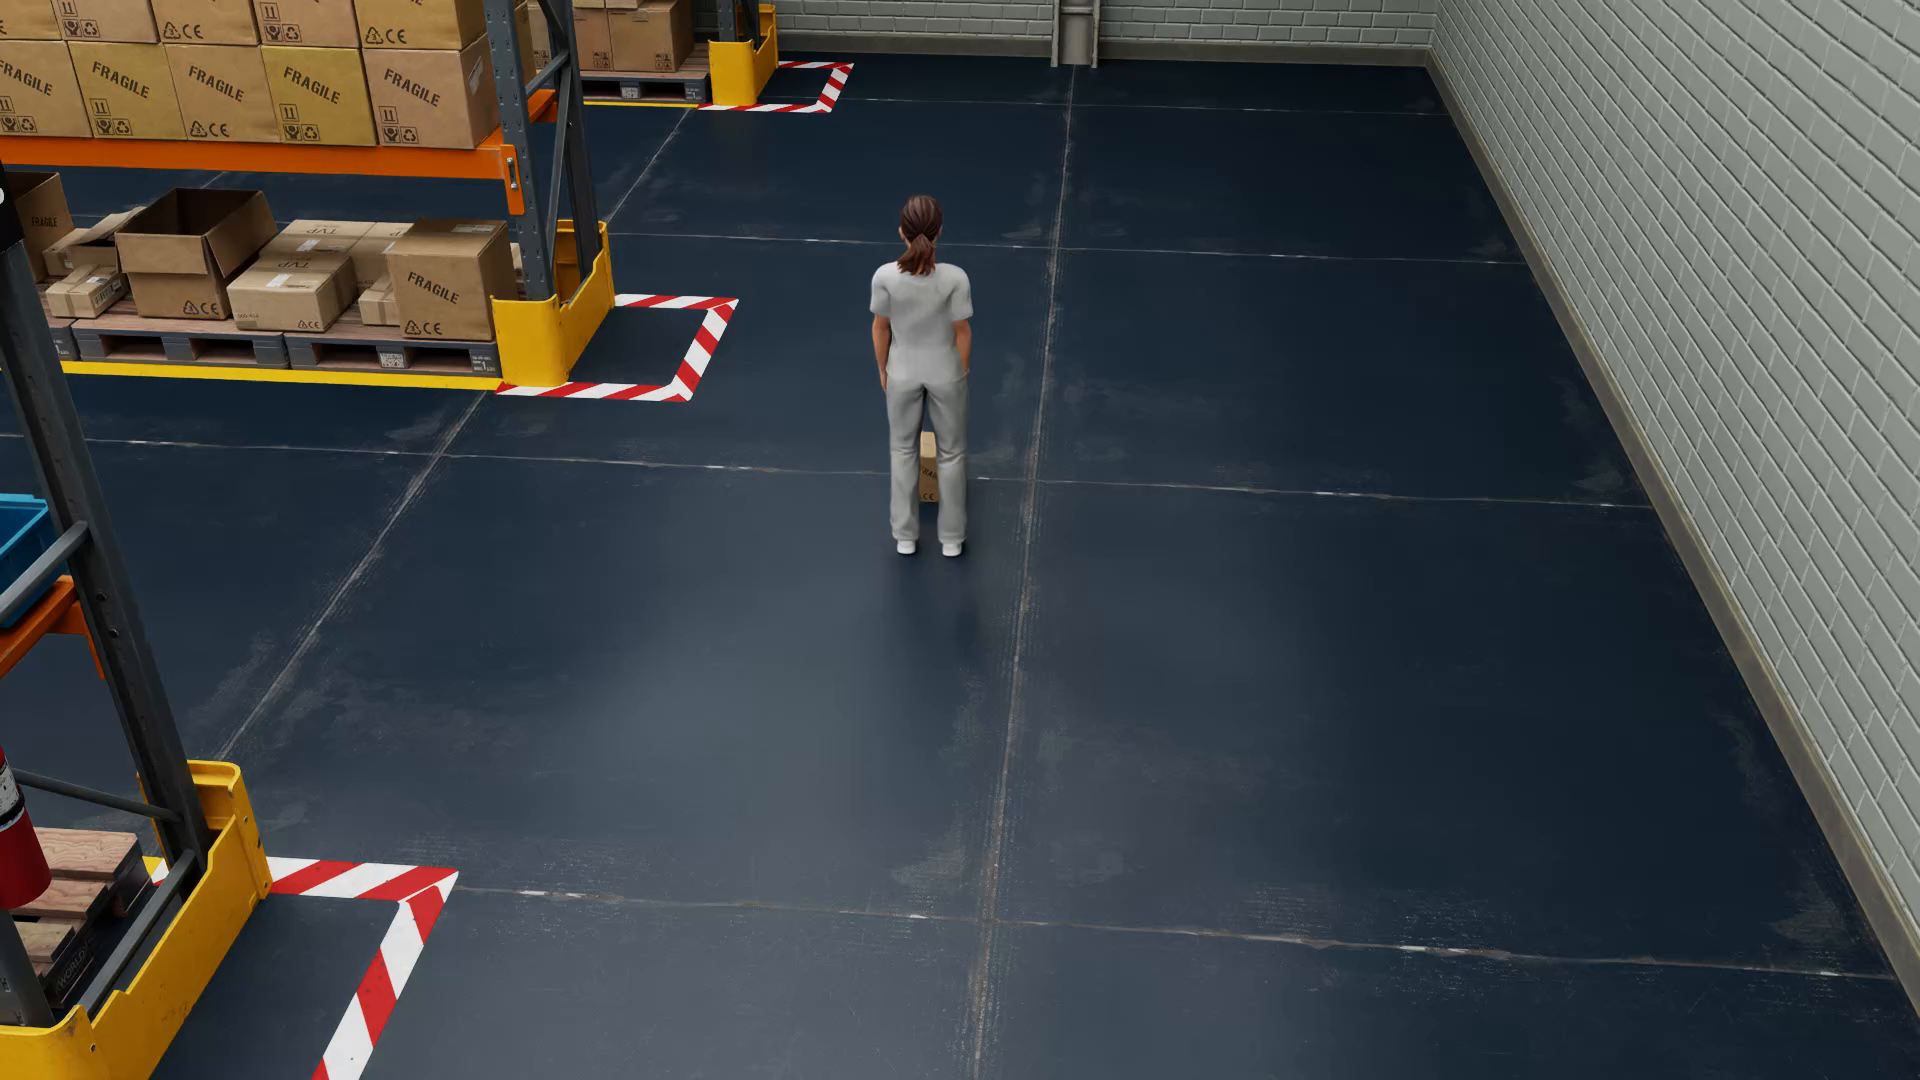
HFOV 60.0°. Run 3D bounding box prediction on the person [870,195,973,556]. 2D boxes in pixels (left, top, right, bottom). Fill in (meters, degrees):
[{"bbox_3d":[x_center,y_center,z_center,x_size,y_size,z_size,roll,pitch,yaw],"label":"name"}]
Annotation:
[{"bbox_3d":[-0.162,-0.684,7.258,0.440,1.650,0.361,3,32,5],"label":"person"}]
